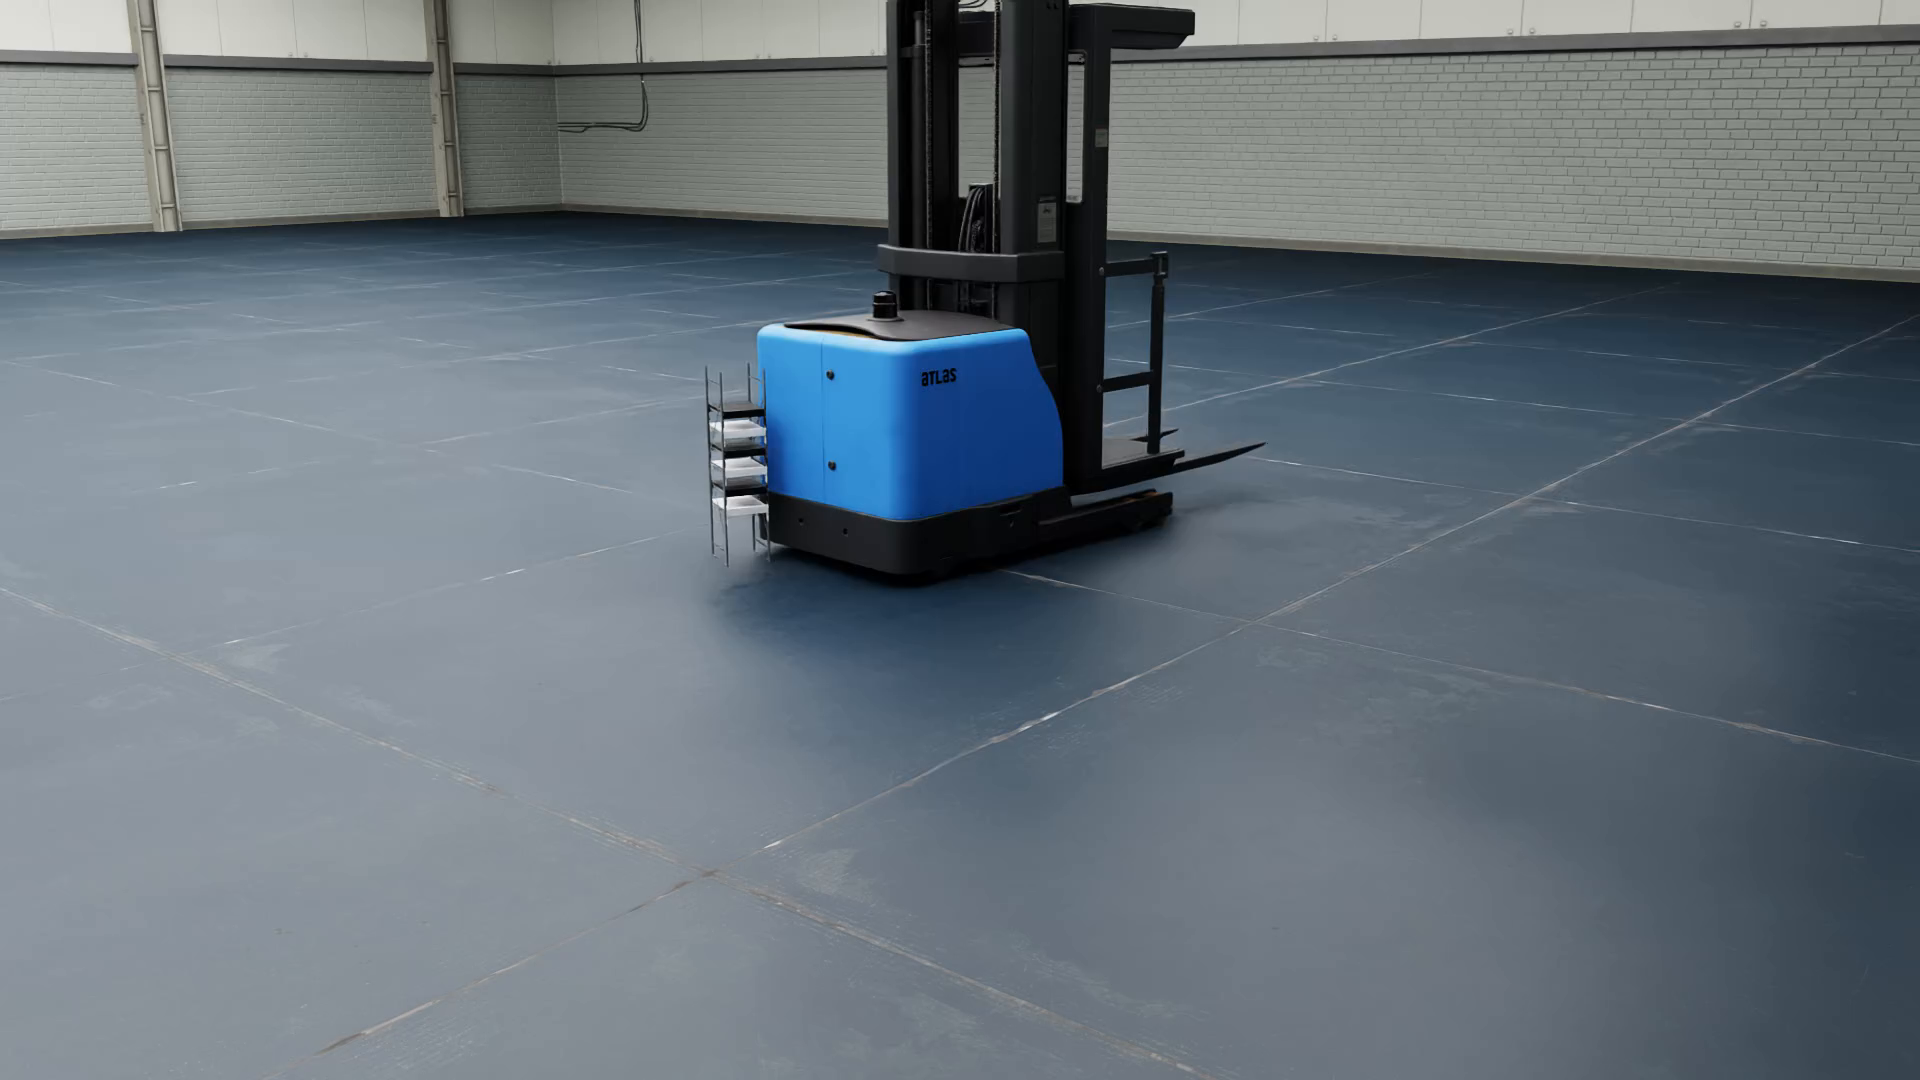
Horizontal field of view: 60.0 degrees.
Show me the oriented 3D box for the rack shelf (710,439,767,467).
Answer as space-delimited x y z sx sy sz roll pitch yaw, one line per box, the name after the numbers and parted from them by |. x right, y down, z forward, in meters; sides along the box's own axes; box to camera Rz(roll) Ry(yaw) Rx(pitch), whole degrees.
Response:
-1.025 -0.405 7.658 0.200 0.077 0.258 -7 16 -25 | rack shelf

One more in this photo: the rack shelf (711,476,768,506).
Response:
-1.025 -0.230 7.702 0.200 0.077 0.258 -7 16 -25 | rack shelf

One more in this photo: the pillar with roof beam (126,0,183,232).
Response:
-11.042 -9.308 26.487 9.100 9.000 0.400 11 18 38 | pillar with roof beam

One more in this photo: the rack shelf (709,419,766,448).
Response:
-1.025 -0.492 7.636 0.200 0.077 0.258 -7 16 -25 | rack shelf

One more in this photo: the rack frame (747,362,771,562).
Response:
-0.934 -0.361 7.714 0.006 0.900 0.240 -7 16 -25 | rack frame

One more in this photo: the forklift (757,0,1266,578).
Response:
0.436 -1.546 8.254 1.130 2.935 3.031 13 19 42 | forklift

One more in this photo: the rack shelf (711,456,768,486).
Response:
-1.025 -0.317 7.680 0.200 0.077 0.258 -7 16 -25 | rack shelf

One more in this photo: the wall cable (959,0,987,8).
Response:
-0.366 -11.659 28.834 2.305 6.003 0.169 11 18 38 | wall cable

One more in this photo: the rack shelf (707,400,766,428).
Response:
-1.025 -0.579 7.613 0.200 0.077 0.258 -7 16 -25 | rack shelf

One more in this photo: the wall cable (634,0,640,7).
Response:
-5.636 -12.007 33.160 3.097 2.526 0.112 11 18 38 | wall cable

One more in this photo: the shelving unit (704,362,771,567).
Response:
-1.025 -0.350 7.672 0.210 0.900 0.258 -7 16 -25 | shelving unit

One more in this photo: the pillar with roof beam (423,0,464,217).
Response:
-7.271 -10.457 31.010 9.100 9.000 0.400 11 18 38 | pillar with roof beam

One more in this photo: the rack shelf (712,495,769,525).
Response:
-1.025 -0.143 7.724 0.200 0.077 0.258 -7 16 -25 | rack shelf

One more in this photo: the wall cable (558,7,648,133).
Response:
-7.740 -9.978 35.430 3.097 2.526 0.112 11 18 38 | wall cable

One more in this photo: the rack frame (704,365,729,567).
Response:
-1.117 -0.339 7.629 0.006 0.900 0.240 -7 16 -25 | rack frame
